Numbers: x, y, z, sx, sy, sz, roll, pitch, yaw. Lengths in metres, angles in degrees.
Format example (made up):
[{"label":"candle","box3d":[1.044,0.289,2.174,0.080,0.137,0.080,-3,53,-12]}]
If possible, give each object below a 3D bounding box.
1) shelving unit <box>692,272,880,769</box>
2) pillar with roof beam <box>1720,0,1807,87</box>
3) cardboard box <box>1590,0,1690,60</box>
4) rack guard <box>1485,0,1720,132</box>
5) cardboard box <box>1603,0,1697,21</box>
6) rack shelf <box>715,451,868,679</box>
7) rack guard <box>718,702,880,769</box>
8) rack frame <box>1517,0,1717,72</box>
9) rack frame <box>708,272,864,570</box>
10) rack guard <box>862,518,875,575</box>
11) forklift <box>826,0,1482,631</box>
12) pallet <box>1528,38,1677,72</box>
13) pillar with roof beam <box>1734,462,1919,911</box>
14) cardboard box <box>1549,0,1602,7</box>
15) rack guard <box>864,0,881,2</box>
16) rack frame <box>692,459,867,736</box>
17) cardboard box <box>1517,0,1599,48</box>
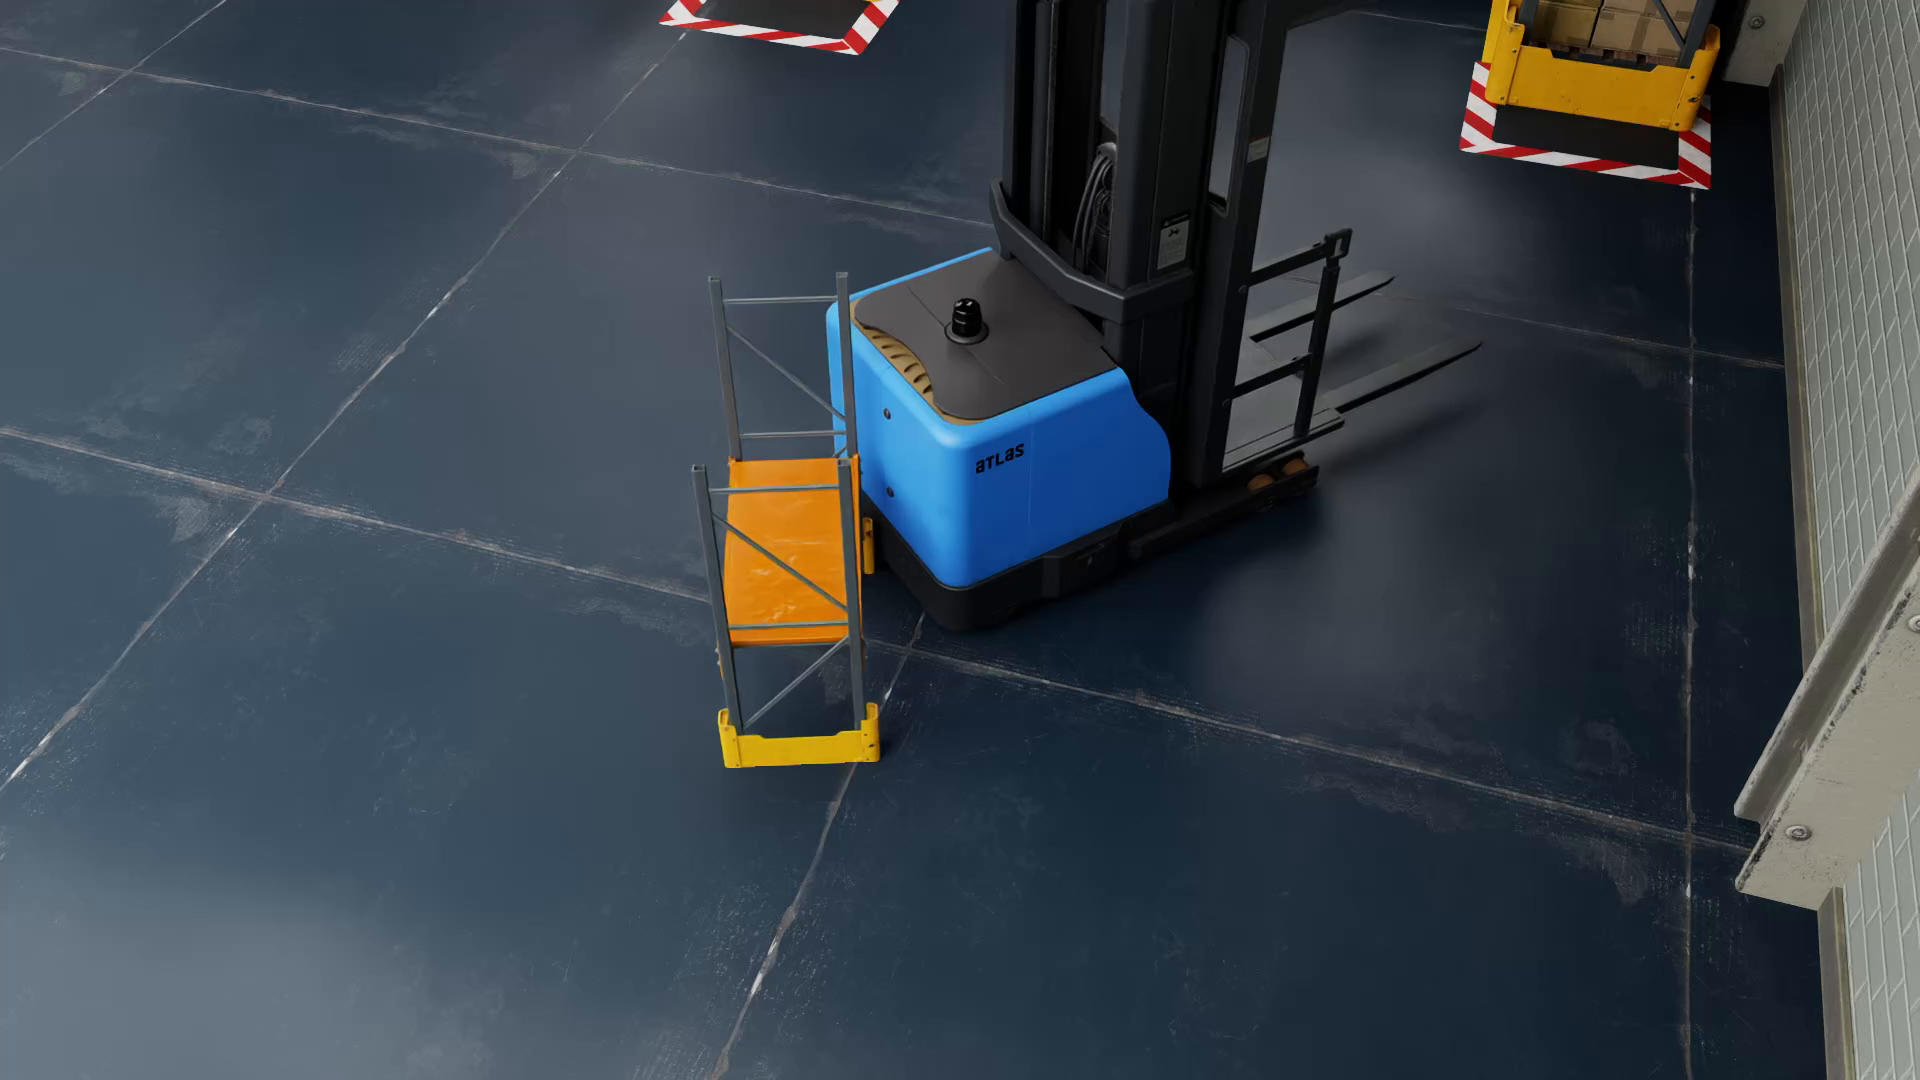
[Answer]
[{"label":"shelving unit","box3d":[-0.625,-0.062,6.140,0.587,1.500,1.083,-2,44,-2]},{"label":"pillar with roof beam","box3d":[0.665,-6.987,7.855,9.100,9.000,0.400,13,46,13]},{"label":"cardboard box","box3d":[4.034,-3.111,9.849,0.500,0.250,0.500,13,46,13]},{"label":"rack guard","box3d":[3.691,-2.748,9.600,1.175,0.500,0.348,13,46,13]},{"label":"cardboard box","box3d":[4.039,-3.273,9.658,0.500,0.250,0.500,13,46,13]},{"label":"rack shelf","box3d":[-0.624,0.073,6.259,0.538,0.185,1.000,-2,44,-2]},{"label":"rack guard","box3d":[-0.596,0.733,6.222,0.587,0.250,0.087,-2,44,-2]},{"label":"rack frame","box3d":[3.698,-3.658,8.742,1.000,3.000,0.127,13,46,13]},{"label":"rack frame","box3d":[-0.653,-0.410,6.496,0.500,1.500,0.032,-2,44,-2]},{"label":"rack guard","box3d":[-0.653,0.037,6.932,0.587,0.250,0.087,-2,44,-2]},{"label":"forklift","box3d":[0.980,-1.465,6.550,3.031,2.935,1.130,-23,49,-22]},{"label":"pallet","box3d":[3.890,-3.180,10.247,1.003,0.211,1.213,13,46,13]},{"label":"pillar with roof beam","box3d":[-1.152,-2.988,3.768,9.100,9.000,0.400,13,46,13]},{"label":"cardboard box","box3d":[3.548,-3.394,9.781,0.500,0.250,0.500,12,46,12]},{"label":"rack guard","box3d":[-1.010,-3.864,10.740,1.175,0.500,0.348,13,46,13]},{"label":"rack frame","box3d":[-0.595,0.300,5.771,0.500,1.500,0.032,-2,44,-2]},{"label":"cardboard box","box3d":[3.540,-3.205,9.946,0.500,0.250,0.500,13,46,13]}]
